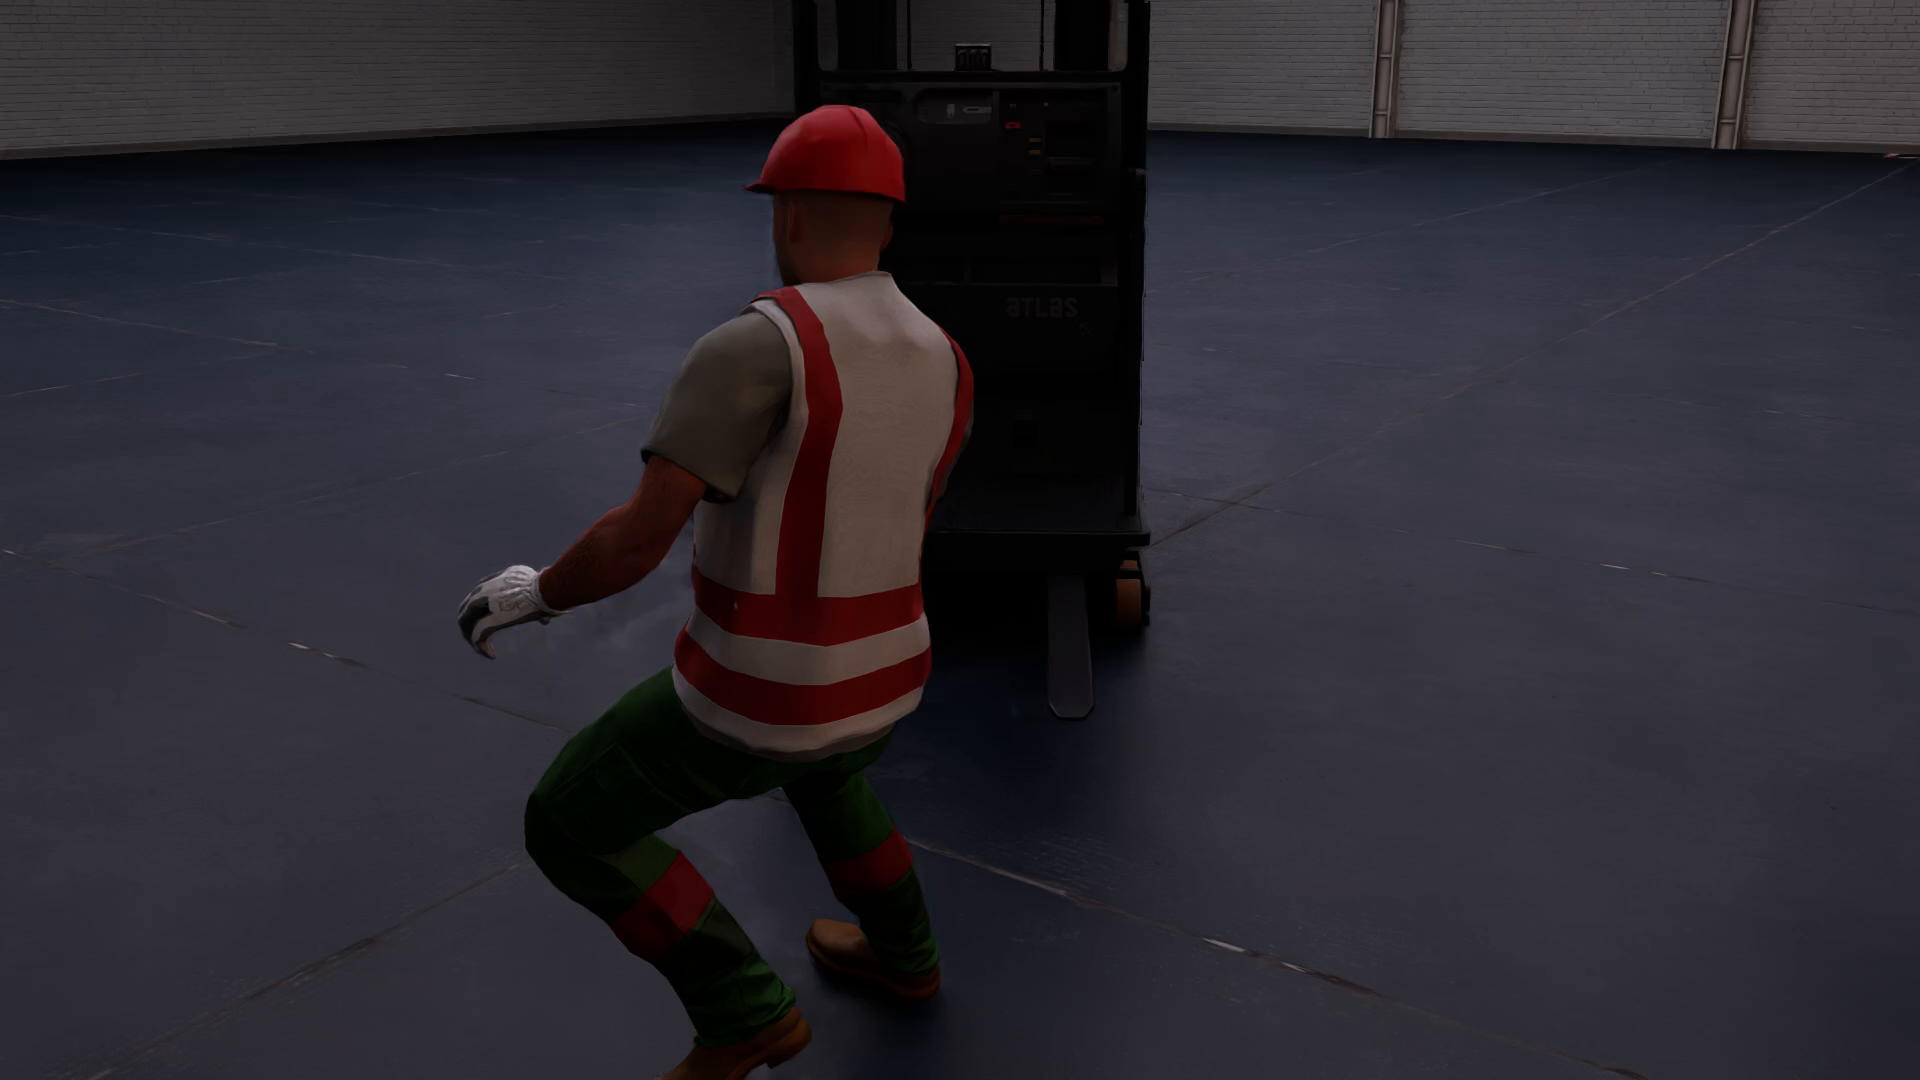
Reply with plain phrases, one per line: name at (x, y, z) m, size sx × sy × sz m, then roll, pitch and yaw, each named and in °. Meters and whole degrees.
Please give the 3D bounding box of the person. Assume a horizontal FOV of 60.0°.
person at (-0.318, 0.148, 2.635) m, size 0.635 × 1.622 × 0.913 m, roll 14°, pitch 22°, yaw 39°

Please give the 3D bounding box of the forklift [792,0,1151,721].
forklift at (0.022, -1.221, 4.914) m, size 1.130 × 2.935 × 3.031 m, roll 1°, pitch 17°, yaw 3°
